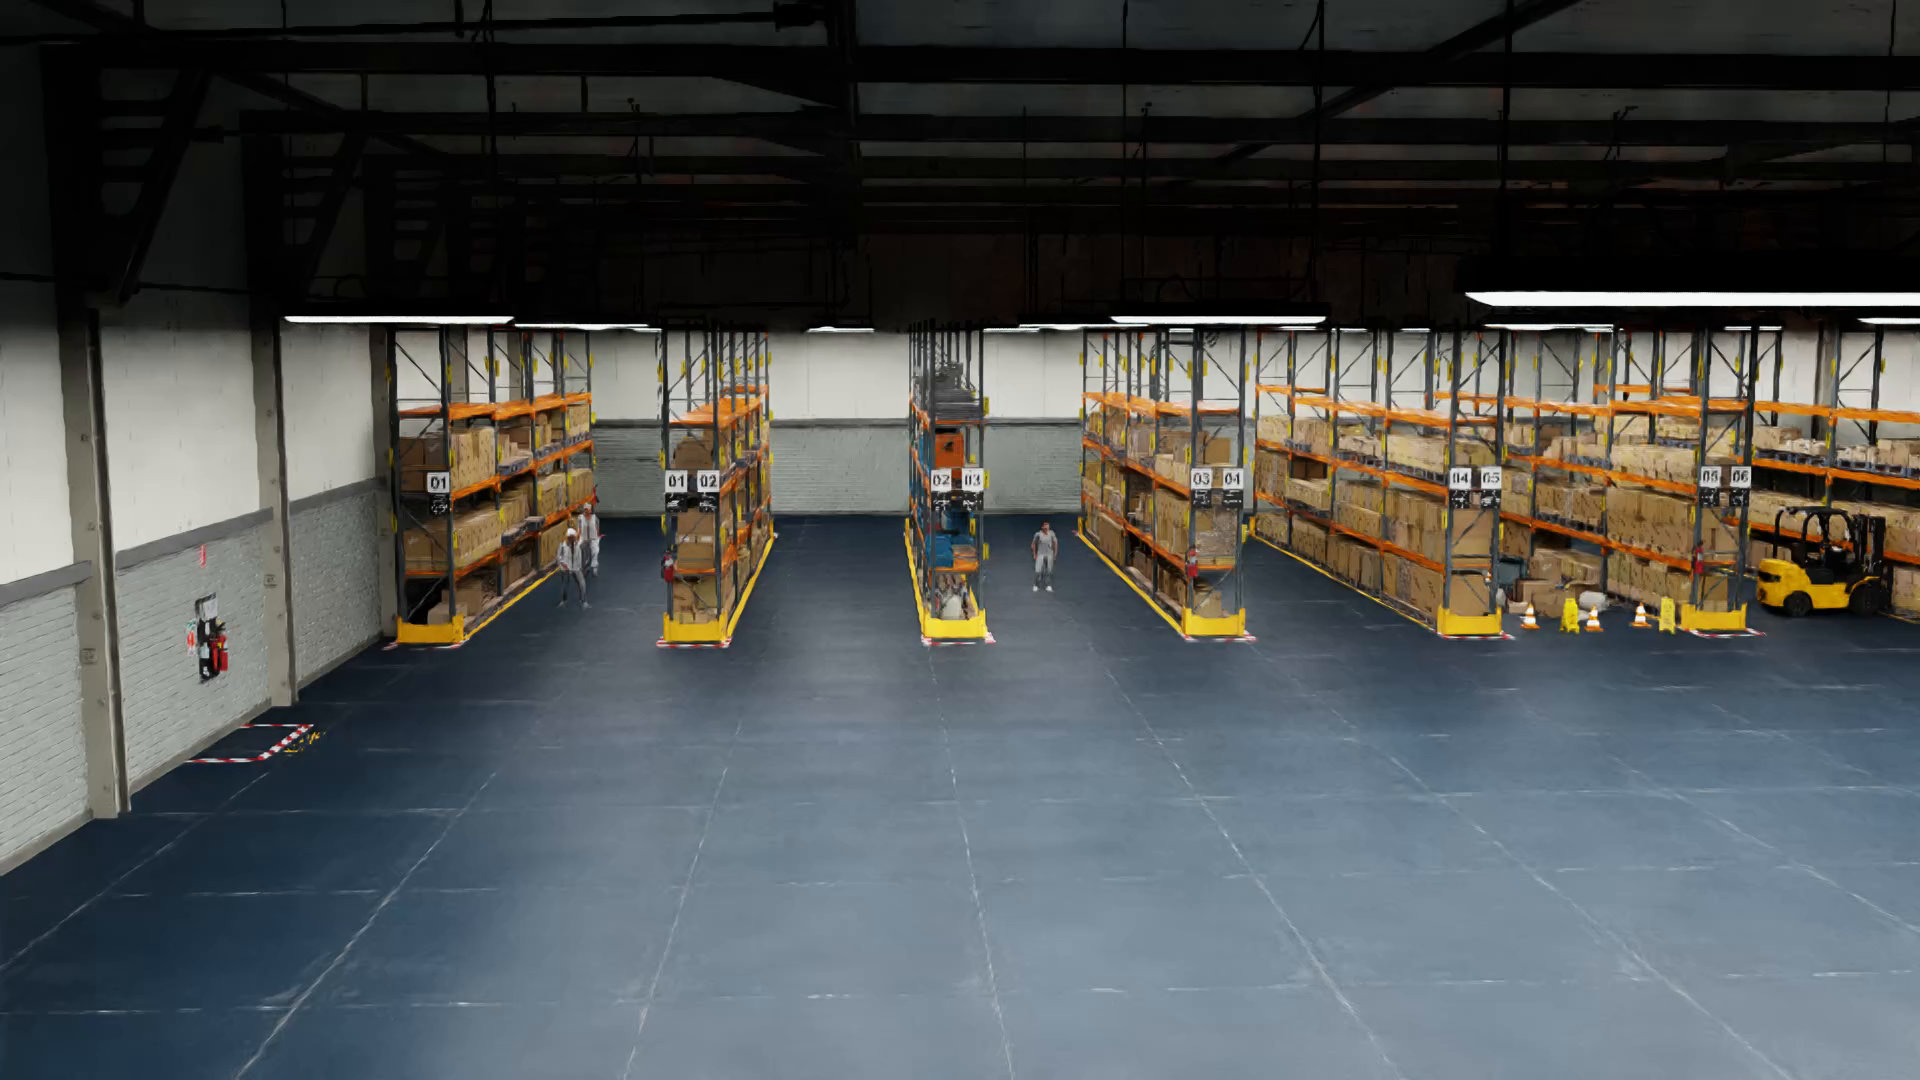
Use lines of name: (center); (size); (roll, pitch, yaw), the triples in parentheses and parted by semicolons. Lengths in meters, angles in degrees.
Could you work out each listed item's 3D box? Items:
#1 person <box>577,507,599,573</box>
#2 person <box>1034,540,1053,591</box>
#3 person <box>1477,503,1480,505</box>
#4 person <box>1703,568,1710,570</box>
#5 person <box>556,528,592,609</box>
person: (-8.846, -0.028, 39.572); (0.523, 1.635, 0.857); (-1, 7, -12)
person: (1.860, 0.558, 37.217); (0.424, 1.175, 0.464); (-1, 7, -5)
person: (12.245, -0.419, 39.127); (0.419, 0.876, 0.553); (3, 8, 24)
person: (17.789, -0.107, 39.750); (0.378, 1.700, 0.625); (4, 8, 27)
person: (-8.100, 0.585, 34.722); (0.683, 1.714, 0.837); (-3, 7, -20)
